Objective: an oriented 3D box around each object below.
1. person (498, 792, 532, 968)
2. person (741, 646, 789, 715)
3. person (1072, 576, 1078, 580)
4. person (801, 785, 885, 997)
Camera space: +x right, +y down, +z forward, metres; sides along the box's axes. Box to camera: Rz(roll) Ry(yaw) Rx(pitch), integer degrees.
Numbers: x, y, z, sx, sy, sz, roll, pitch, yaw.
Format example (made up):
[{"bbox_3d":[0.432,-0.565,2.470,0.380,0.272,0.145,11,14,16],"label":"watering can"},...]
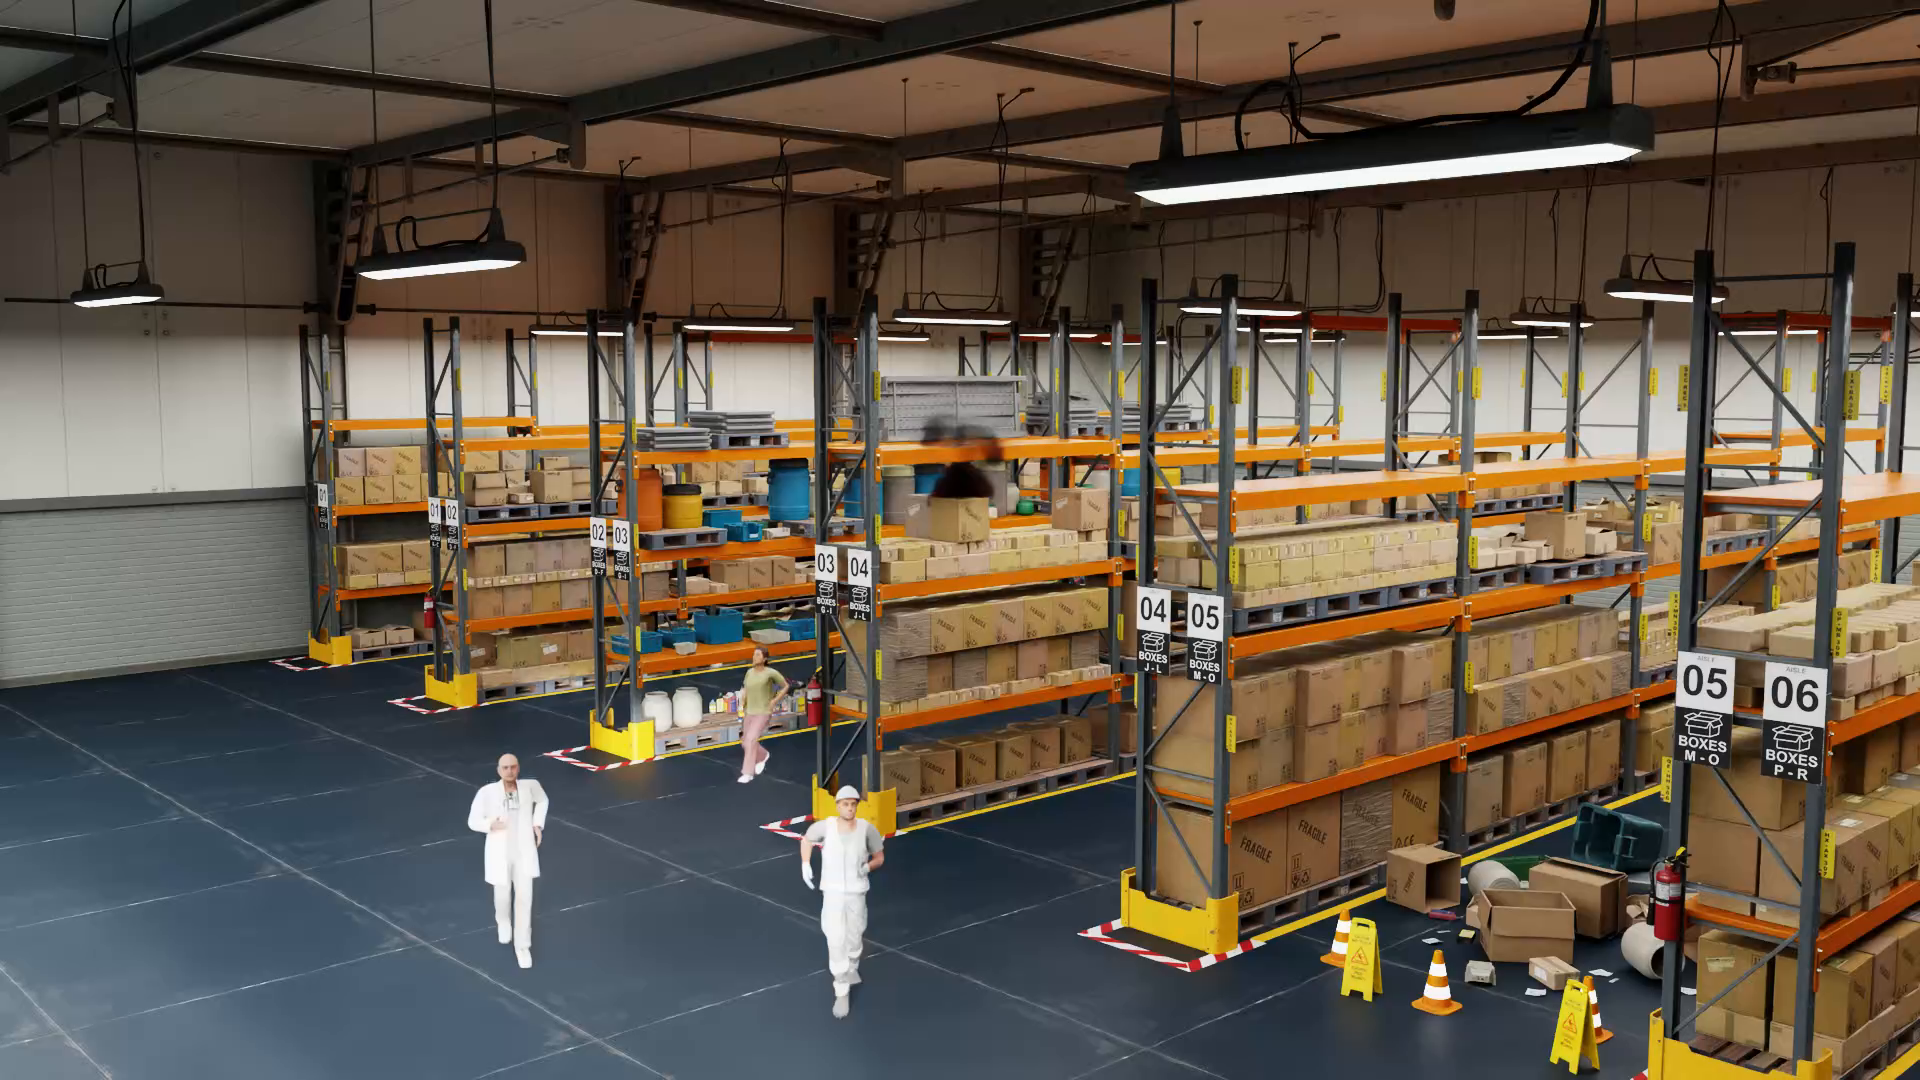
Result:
[{"bbox_3d":[-3.856,2.951,14.411,0.227,1.453,0.448,-2,6,-20],"label":"person"},{"bbox_3d":[-2.409,1.696,19.990,0.597,0.811,0.461,3,6,27],"label":"person"},{"bbox_3d":[2.294,1.108,31.216,0.642,1.692,0.562,6,8,44],"label":"person"},{"bbox_3d":[-0.953,2.836,13.645,0.669,1.661,0.773,-1,6,-10],"label":"person"}]
